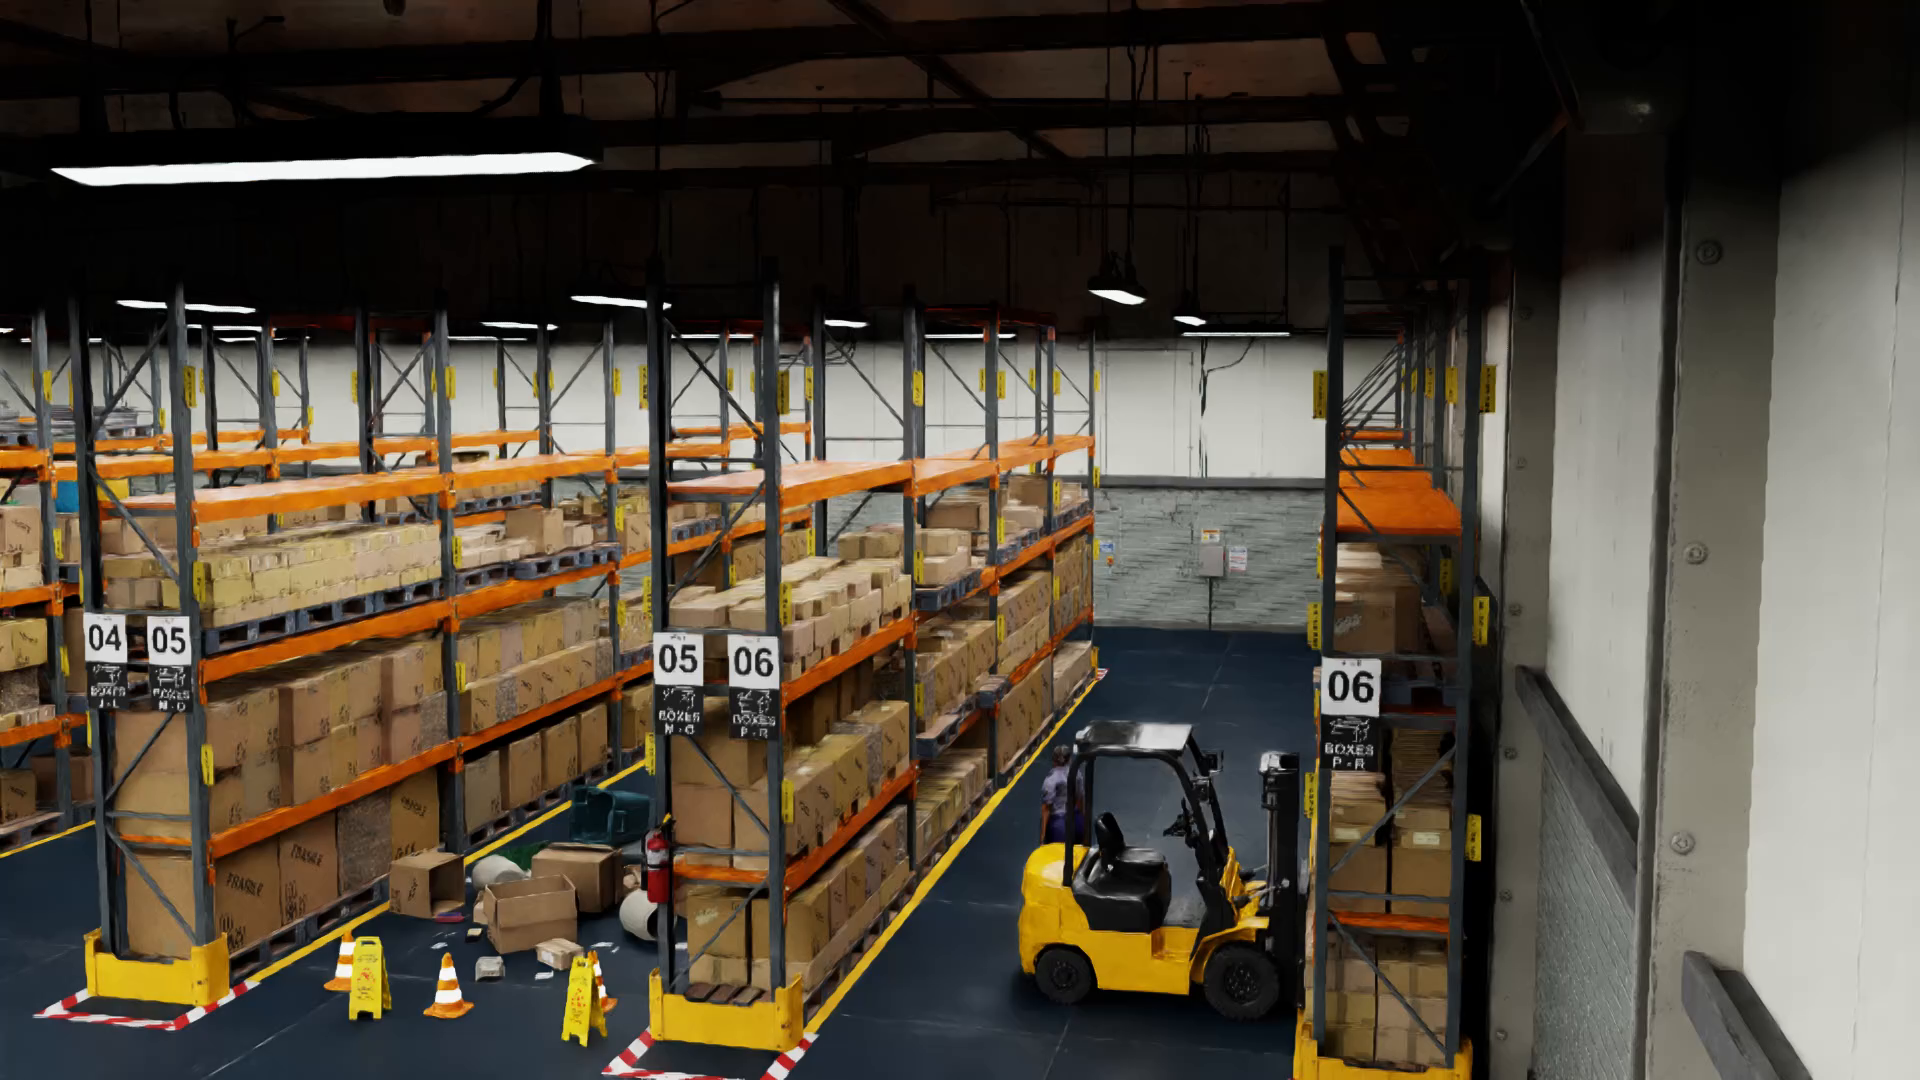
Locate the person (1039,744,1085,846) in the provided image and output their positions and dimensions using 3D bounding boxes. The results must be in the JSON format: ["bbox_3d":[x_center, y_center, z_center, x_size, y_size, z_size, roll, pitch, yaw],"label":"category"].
[{"bbox_3d":[0.949,2.745,15.774,0.556,1.644,0.598,6,8,44],"label":"person"}]
